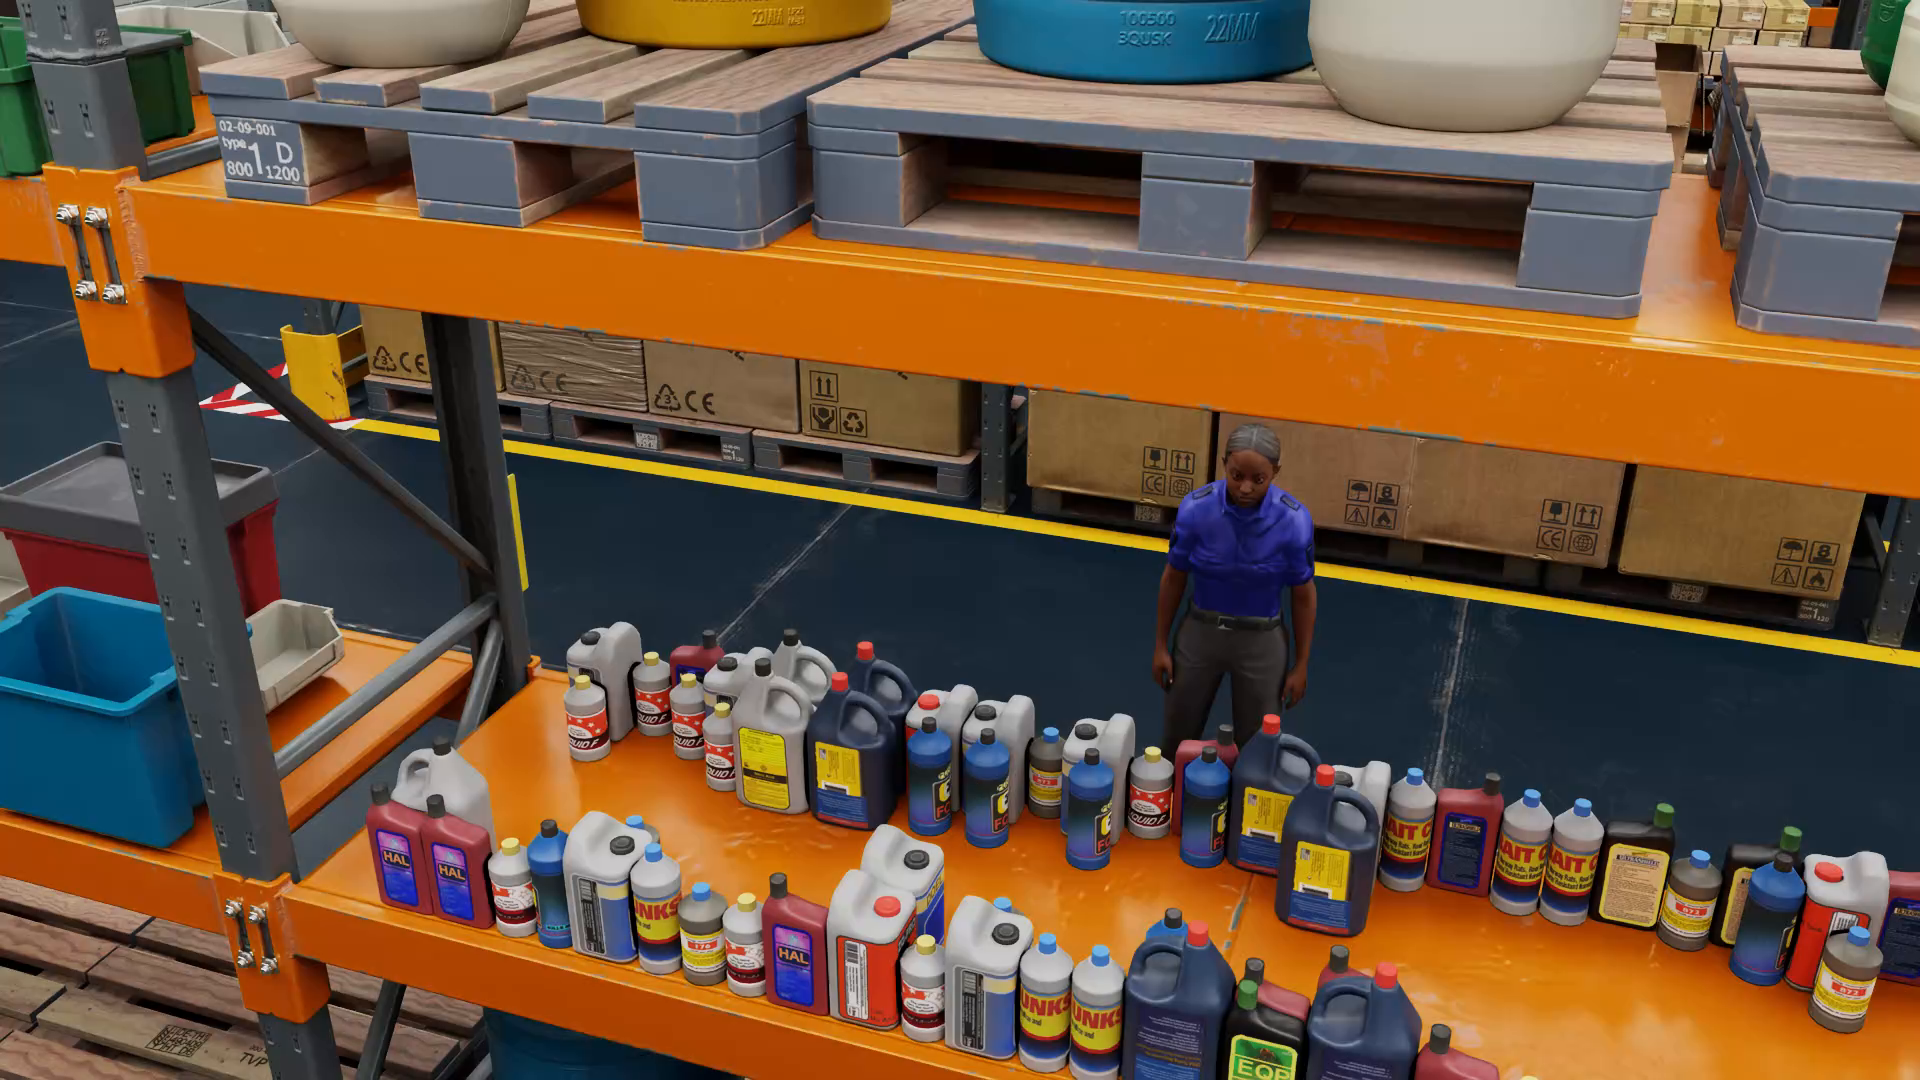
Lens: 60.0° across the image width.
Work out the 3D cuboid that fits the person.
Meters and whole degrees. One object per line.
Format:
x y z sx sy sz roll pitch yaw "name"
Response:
0.858 0.370 5.353 0.532 1.655 0.347 7 27 15 "person"
